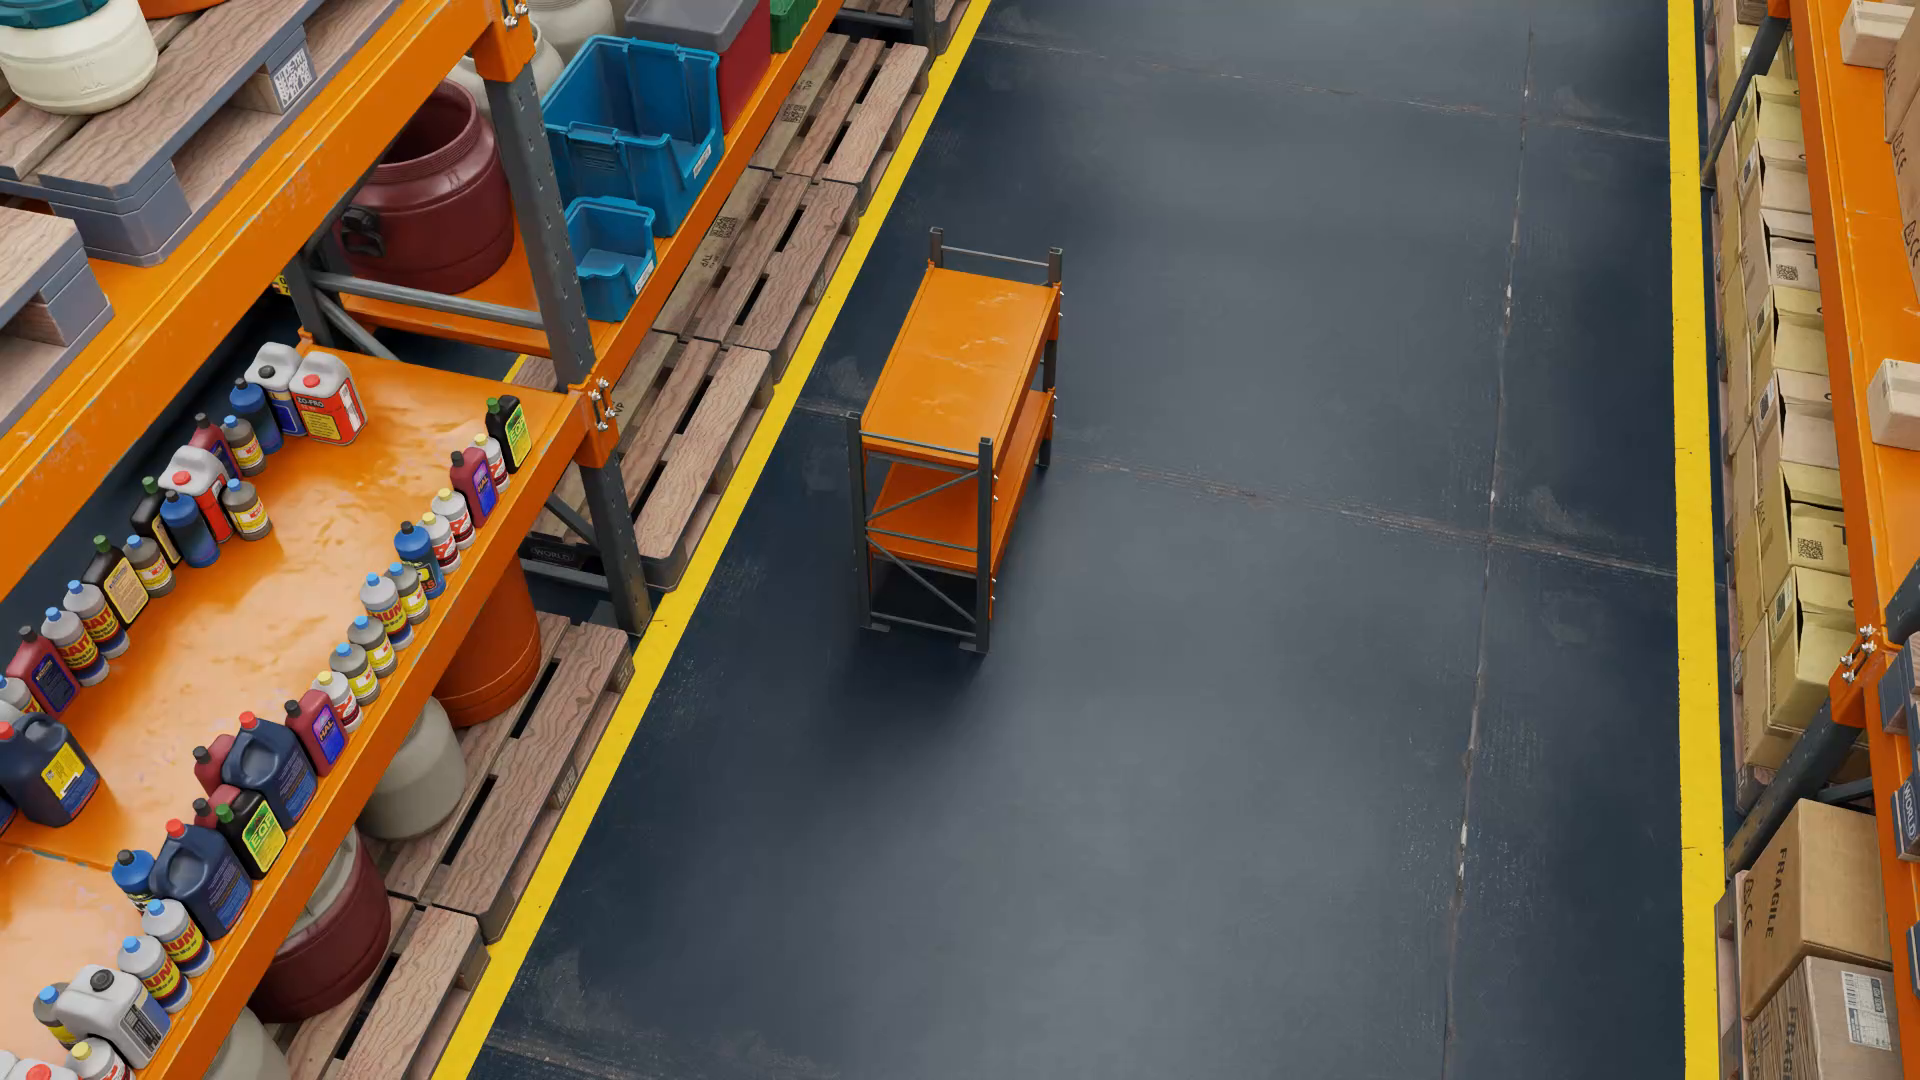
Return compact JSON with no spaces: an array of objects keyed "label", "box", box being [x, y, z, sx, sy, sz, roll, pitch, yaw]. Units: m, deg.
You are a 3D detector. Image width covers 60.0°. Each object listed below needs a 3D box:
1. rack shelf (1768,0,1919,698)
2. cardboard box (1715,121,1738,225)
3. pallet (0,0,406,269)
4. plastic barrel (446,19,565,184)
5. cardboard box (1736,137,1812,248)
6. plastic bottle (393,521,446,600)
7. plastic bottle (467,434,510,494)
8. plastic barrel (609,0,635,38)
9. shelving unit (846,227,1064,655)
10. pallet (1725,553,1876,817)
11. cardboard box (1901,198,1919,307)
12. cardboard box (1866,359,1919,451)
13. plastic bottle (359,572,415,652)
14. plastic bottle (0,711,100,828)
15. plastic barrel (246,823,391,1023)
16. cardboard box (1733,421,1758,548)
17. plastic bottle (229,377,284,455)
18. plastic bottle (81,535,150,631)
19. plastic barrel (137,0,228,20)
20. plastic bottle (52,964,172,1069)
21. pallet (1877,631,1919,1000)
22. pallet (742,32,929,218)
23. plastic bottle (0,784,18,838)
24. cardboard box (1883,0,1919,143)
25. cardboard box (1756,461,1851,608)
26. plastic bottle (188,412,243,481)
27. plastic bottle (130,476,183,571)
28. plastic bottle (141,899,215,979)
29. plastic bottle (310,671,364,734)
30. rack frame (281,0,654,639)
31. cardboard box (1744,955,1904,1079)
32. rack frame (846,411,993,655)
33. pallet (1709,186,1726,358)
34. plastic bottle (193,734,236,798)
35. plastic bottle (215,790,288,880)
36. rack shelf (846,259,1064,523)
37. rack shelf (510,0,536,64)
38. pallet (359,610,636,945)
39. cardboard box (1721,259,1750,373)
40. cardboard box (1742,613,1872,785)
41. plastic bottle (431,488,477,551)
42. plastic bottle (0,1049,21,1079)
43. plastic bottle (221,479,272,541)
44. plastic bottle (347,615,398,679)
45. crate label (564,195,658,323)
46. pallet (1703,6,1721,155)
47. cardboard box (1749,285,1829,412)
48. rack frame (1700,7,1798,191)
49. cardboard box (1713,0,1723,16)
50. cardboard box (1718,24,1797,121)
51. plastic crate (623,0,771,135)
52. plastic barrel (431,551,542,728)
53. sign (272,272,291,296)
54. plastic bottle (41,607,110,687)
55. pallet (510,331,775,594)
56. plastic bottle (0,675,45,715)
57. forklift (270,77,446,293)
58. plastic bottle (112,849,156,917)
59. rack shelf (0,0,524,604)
[{"label":"rack shelf","box":[3.623,-0.988,6.020,1.077,0.370,4.000,12,50,10]},{"label":"cardboard box","box":[3.804,-1.659,7.686,0.500,0.250,0.500,10,49,9]},{"label":"pallet","box":[-1.977,-1.156,3.813,1.003,0.211,1.213,12,50,10]},{"label":"plastic barrel","box":[-1.617,-1.583,5.991,0.421,0.512,0.421,0,49,0]},{"label":"cardboard box","box":[3.663,-1.476,7.151,0.500,0.311,0.500,11,49,10]},{"label":"plastic bottle","box":[-1.536,0.047,4.712,0.097,0.271,0.097,0,49,0]},{"label":"plastic bottle","box":[-1.424,-0.237,5.010,0.097,0.201,0.097,0,49,0]},{"label":"plastic barrel","box":[-1.399,-2.205,6.524,0.433,0.535,0.433,0,49,0]},{"label":"shelving unit","box":[-0.002,-0.367,6.243,0.538,1.125,1.048,12,50,10]},{"label":"pallet","box":[3.351,0.556,6.038,1.003,0.211,1.213,12,50,10]},{"label":"cardboard box","box":[3.522,-1.029,5.510,0.500,0.500,0.500,9,49,8]},{"label":"cardboard box","box":[3.067,-0.401,5.190,0.380,0.149,0.250,12,50,10]},{"label":"plastic bottle","box":[-1.587,0.188,4.588,0.097,0.271,0.097,0,49,0]},{"label":"plastic bottle","box":[-2.336,0.557,4.210,0.144,0.351,0.185,12,50,10]},{"label":"plastic barrel","box":[-2.091,1.074,5.049,0.600,0.588,0.708,12,50,10]},{"label":"cardboard box","box":[3.267,-0.174,6.375,0.500,0.250,0.500,13,50,11]},{"label":"plastic bottle","box":[-2.164,-0.389,5.098,0.097,0.271,0.097,0,49,0]},{"label":"plastic bottle","box":[-2.369,0.118,4.642,0.061,0.283,0.133,12,50,10]},{"label":"plastic barrel","box":[-1.834,-1.623,3.534,0.600,0.830,0.708,12,50,10]},{"label":"plastic bottle","box":[-1.940,1.078,3.800,0.152,0.276,0.135,12,50,10]},{"label":"pallet","box":[2.986,0.788,4.100,1.213,0.211,1.003,12,50,10]},{"label":"pallet","box":[-0.798,-2.154,8.429,1.003,0.211,1.213,12,50,10]},{"label":"plastic bottle","box":[-2.518,0.624,4.150,0.144,0.351,0.185,12,50,10]},{"label":"cardboard box","box":[3.793,-1.772,6.166,0.500,0.500,0.500,15,50,13]},{"label":"cardboard box","box":[3.127,0.001,5.847,0.500,0.311,0.500,11,49,9]},{"label":"plastic bottle","box":[-2.238,-0.243,4.960,0.061,0.283,0.133,12,50,10]},{"label":"plastic bottle","box":[-2.308,-0.049,4.789,0.061,0.283,0.133,12,50,10]},{"label":"plastic bottle","box":[-1.857,0.930,3.933,0.097,0.271,0.097,0,49,0]},{"label":"plastic bottle","box":[-1.664,0.423,4.428,0.097,0.201,0.097,0,49,0]},{"label":"rack frame","box":[-1.681,-0.760,5.339,1.000,3.000,0.127,12,50,10]},{"label":"cardboard box","box":[2.569,1.555,4.670,0.500,0.500,0.500,10,49,9]},{"label":"rack frame","box":[-0.136,0.000,5.918,0.500,1.125,0.032,12,50,10]},{"label":"pallet","box":[3.993,-1.209,7.595,1.003,0.211,1.213,12,50,10]},{"label":"plastic bottle","box":[-1.865,0.588,4.227,0.061,0.283,0.133,12,50,10]},{"label":"plastic bottle","box":[-1.761,0.713,4.117,0.061,0.283,0.133,12,50,10]},{"label":"rack shelf","box":[-0.002,-0.561,6.023,0.538,0.278,1.000,12,50,10]},{"label":"rack shelf","box":[-1.155,-2.961,5.760,1.077,0.370,4.000,12,50,10]},{"label":"pallet","box":[-1.849,0.742,5.873,1.003,0.211,1.213,12,50,10]},{"label":"cardboard box","box":[3.535,-0.914,7.029,0.500,0.250,0.500,10,49,9]},{"label":"cardboard box","box":[3.000,0.563,5.725,0.500,0.250,0.500,13,50,11]},{"label":"plastic bottle","box":[-1.485,-0.070,4.863,0.097,0.201,0.097,0,49,0]},{"label":"plastic bottle","box":[-2.148,1.215,3.678,0.152,0.276,0.135,12,50,10]},{"label":"plastic bottle","box":[-2.104,-0.099,4.888,0.097,0.201,0.097,0,49,0]},{"label":"plastic bottle","box":[-1.613,0.282,4.552,0.097,0.201,0.097,0,49,0]},{"label":"crate label","box":[-1.209,-0.935,5.605,0.303,0.233,0.416,12,50,10]},{"label":"pallet","box":[4.399,-2.317,8.573,1.003,0.211,1.213,12,50,10]},{"label":"cardboard box","box":[3.397,-0.725,6.488,0.500,0.311,0.500,13,50,11]},{"label":"rack frame","box":[4.149,-2.673,7.027,1.000,3.000,0.127,12,50,10]},{"label":"cardboard box","box":[4.319,-3.005,8.874,0.500,0.250,0.500,12,50,10]},{"label":"cardboard box","box":[4.060,-2.280,8.235,0.500,0.250,0.500,12,50,10]},{"label":"plastic crate","box":[-0.961,-1.889,6.293,0.402,0.464,0.583,12,50,10]},{"label":"plastic barrel","box":[-1.794,0.177,5.679,0.600,0.830,0.708,12,50,10]},{"label":"sign","box":[-2.214,-0.917,5.369,0.100,0.325,0.005,12,50,10]},{"label":"plastic bottle","box":[-2.407,0.279,4.508,0.097,0.271,0.097,0,49,0]},{"label":"pallet","box":[-1.440,-0.389,6.872,1.003,0.211,1.213,12,50,10]},{"label":"plastic bottle","box":[-2.468,0.446,4.360,0.097,0.271,0.097,0,49,0]},{"label":"forklift","box":[-2.764,-2.255,6.704,1.130,2.935,3.031,12,50,10]},{"label":"plastic bottle","box":[-1.971,0.831,4.020,0.097,0.271,0.097,0,49,0]},{"label":"rack shelf","box":[-2.208,-0.067,3.207,1.077,0.370,4.000,12,50,10]}]
